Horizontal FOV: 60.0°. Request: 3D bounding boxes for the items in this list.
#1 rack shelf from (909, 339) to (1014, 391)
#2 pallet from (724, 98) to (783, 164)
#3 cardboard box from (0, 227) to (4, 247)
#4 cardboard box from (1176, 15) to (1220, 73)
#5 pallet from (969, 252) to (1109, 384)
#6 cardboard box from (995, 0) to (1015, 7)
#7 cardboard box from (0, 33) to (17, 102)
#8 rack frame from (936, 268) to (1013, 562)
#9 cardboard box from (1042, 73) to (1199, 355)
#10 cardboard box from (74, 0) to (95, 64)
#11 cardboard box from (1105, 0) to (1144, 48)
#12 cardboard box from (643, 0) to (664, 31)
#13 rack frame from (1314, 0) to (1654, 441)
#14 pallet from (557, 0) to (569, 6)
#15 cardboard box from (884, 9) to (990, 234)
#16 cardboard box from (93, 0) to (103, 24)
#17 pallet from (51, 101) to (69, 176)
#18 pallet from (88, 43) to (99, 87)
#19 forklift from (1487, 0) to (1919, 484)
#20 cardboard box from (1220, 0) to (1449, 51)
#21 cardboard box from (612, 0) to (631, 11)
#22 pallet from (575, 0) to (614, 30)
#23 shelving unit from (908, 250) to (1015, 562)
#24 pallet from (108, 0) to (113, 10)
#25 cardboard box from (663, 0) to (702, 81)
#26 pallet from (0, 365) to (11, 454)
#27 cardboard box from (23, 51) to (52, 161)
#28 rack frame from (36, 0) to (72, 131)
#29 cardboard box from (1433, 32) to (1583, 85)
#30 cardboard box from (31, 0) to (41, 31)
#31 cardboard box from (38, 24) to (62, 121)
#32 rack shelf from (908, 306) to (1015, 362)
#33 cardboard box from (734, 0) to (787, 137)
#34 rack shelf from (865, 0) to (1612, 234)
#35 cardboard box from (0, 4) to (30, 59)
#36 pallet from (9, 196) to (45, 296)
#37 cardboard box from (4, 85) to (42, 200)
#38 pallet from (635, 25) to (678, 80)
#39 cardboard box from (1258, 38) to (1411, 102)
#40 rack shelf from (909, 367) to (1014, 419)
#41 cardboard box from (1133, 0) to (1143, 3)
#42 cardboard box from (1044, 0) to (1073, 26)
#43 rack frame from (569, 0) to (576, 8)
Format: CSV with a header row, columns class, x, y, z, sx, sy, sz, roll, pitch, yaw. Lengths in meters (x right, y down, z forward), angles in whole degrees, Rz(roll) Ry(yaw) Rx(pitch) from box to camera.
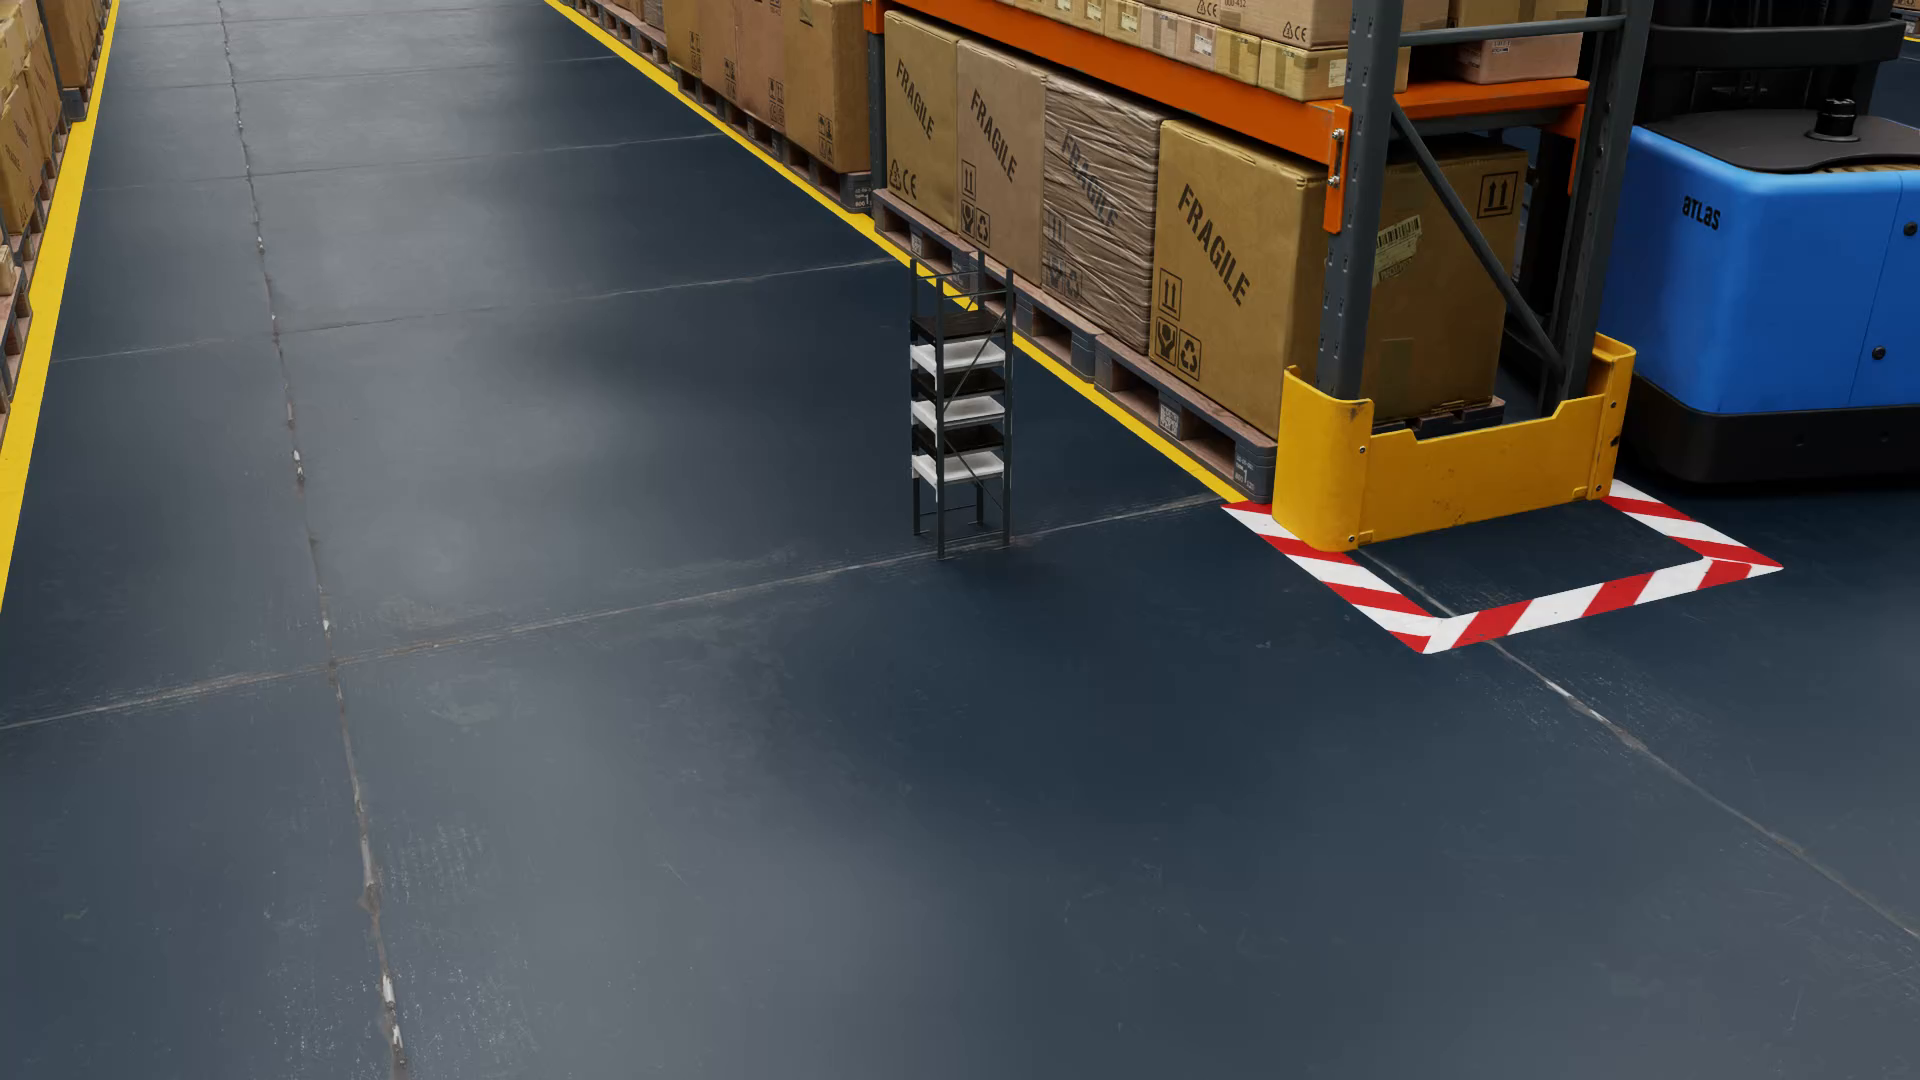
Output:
class,x,y,z,sx,sy,sz,roll,pitch,yaw
rack shelf,0.003,-0.533,4.981,0.258,0.077,0.200,-11,28,-21
pallet,-0.832,-2.632,10.400,1.003,0.211,1.213,-11,28,-21
cardboard box,-4.167,-1.250,6.824,0.380,0.149,0.250,-10,28,-20
cardboard box,0.944,-1.659,5.516,0.380,0.149,0.250,-11,28,-20
pallet,0.728,-1.026,7.111,1.003,0.211,1.213,-11,28,-21
cardboard box,0.339,-2.280,6.788,0.380,0.149,0.250,-10,28,-20
cardboard box,-4.840,-2.242,7.939,0.500,0.250,0.500,-10,28,-19
rack frame,0.043,-0.360,4.962,0.240,0.900,0.006,-11,28,-21
cardboard box,0.907,-1.324,6.486,0.875,0.875,0.875,-11,28,-21
cardboard box,-6.650,-3.688,11.470,1.050,0.750,0.750,-10,28,-20
cardboard box,0.743,-1.865,5.936,0.380,0.149,0.250,-11,28,-22
cardboard box,-2.055,-4.271,12.927,0.700,0.500,0.500,-13,29,-25
rack frame,1.587,-1.478,4.859,1.000,3.000,0.127,-11,28,-21
pallet,-3.408,-5.335,15.936,1.003,0.211,1.213,-11,28,-21
cardboard box,0.206,-2.047,7.966,0.875,0.875,0.875,-11,28,-21
cardboard box,-7.390,-4.454,13.039,1.050,0.750,0.750,-11,28,-21
pallet,-5.844,-2.328,9.777,1.003,0.211,1.213,-11,28,-21
pallet,-6.862,-3.466,12.109,1.003,0.211,1.213,-11,28,-21
forklift,2.684,-2.121,6.252,1.130,2.935,3.031,-4,26,-7
cardboard box,1.153,-1.695,5.134,0.500,0.250,0.500,-11,28,-21
cardboard box,-2.503,-4.724,13.854,0.700,0.500,0.500,-13,29,-25
pallet,-2.806,-4.756,14.749,1.003,0.211,1.213,-11,28,-21
shelving unit,0.003,-0.401,5.046,0.258,0.900,0.210,-11,28,-21
pallet,-8.423,-5.072,15.397,1.003,0.211,1.213,-11,28,-21
cardboard box,-1.295,-3.660,11.270,1.225,0.875,0.875,-12,28,-23
pallet,-3.805,-0.270,5.563,1.003,0.211,1.213,-11,28,-21
cardboard box,-5.229,-2.320,8.954,0.500,0.500,0.500,-12,28,-23
rack frame,-6.149,-3.896,9.812,1.000,3.000,0.127,-11,28,-21
cardboard box,1.752,-1.565,5.324,0.380,0.149,0.250,-10,28,-20
cardboard box,-5.640,-3.068,9.630,0.500,0.250,0.500,-11,28,-22
cardboard box,-5.651,-2.741,9.816,0.500,0.500,0.500,-11,28,-21
rack shelf,0.003,-0.614,4.942,0.258,0.077,0.200,-11,28,-21
cardboard box,-0.599,-2.943,9.801,1.225,0.875,0.875,-12,28,-22
rack shelf,0.804,-1.962,6.670,1.077,0.370,4.000,-11,28,-21
cardboard box,-5.248,-2.658,8.791,0.500,0.250,0.500,-10,28,-19
pallet,-4.889,-1.343,7.759,1.003,0.211,1.213,-11,28,-21
cardboard box,-4.837,-1.904,8.102,0.500,0.500,0.500,-9,28,-18
pallet,-1.850,-3.771,12.732,1.003,0.211,1.213,-11,28,-21
cardboard box,1.145,-1.453,5.093,0.380,0.149,0.250,-10,28,-20
rack shelf,0.003,-0.452,5.021,0.258,0.077,0.200,-11,28,-21
cardboard box,0.756,-2.105,5.974,0.500,0.250,0.500,-12,28,-22
cardboard box,0.546,-2.070,6.357,0.380,0.149,0.250,-10,28,-20
rack frame,-3.112,-6.323,14.781,1.000,3.000,0.127,-11,28,-21
